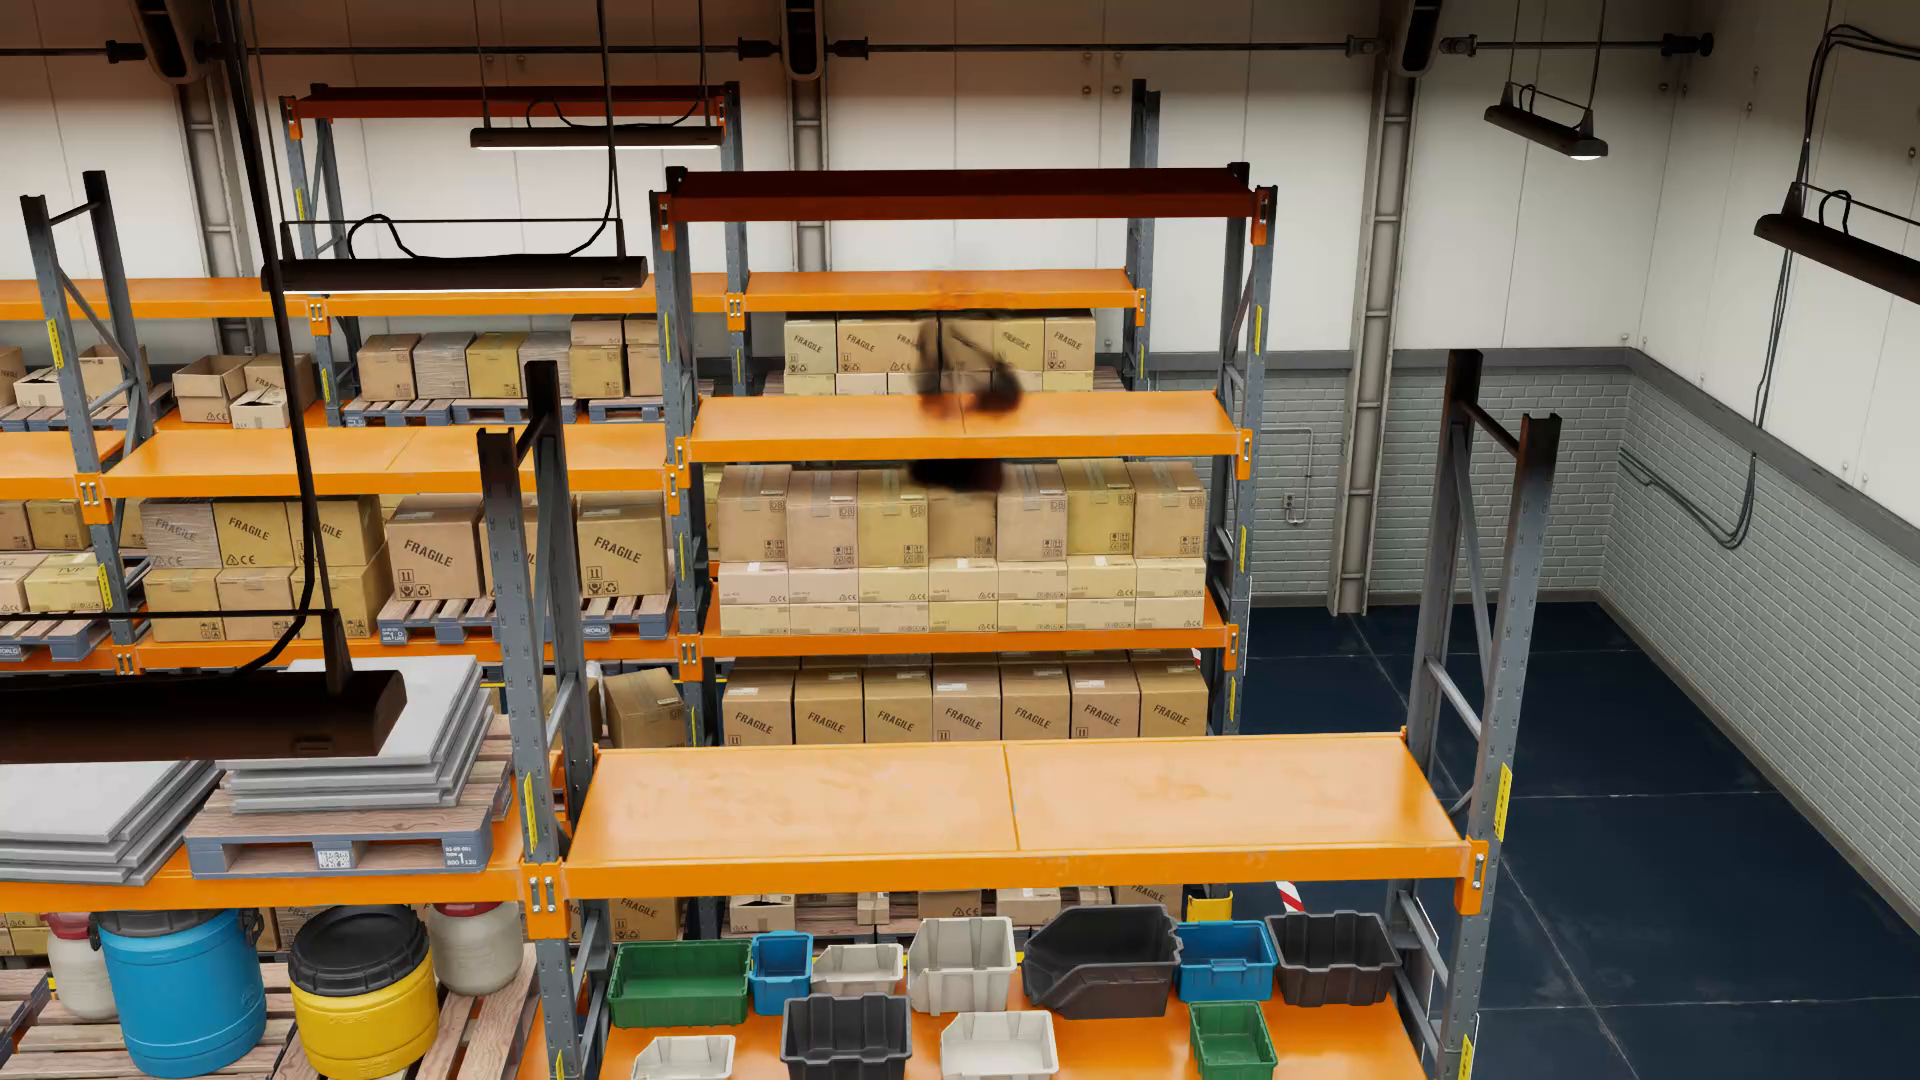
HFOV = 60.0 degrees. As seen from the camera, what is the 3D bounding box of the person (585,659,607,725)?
[{"bbox_3d":[-3.229,1.615,15.052,0.871,1.679,0.624,-2,22,-5],"label":"person"}]
